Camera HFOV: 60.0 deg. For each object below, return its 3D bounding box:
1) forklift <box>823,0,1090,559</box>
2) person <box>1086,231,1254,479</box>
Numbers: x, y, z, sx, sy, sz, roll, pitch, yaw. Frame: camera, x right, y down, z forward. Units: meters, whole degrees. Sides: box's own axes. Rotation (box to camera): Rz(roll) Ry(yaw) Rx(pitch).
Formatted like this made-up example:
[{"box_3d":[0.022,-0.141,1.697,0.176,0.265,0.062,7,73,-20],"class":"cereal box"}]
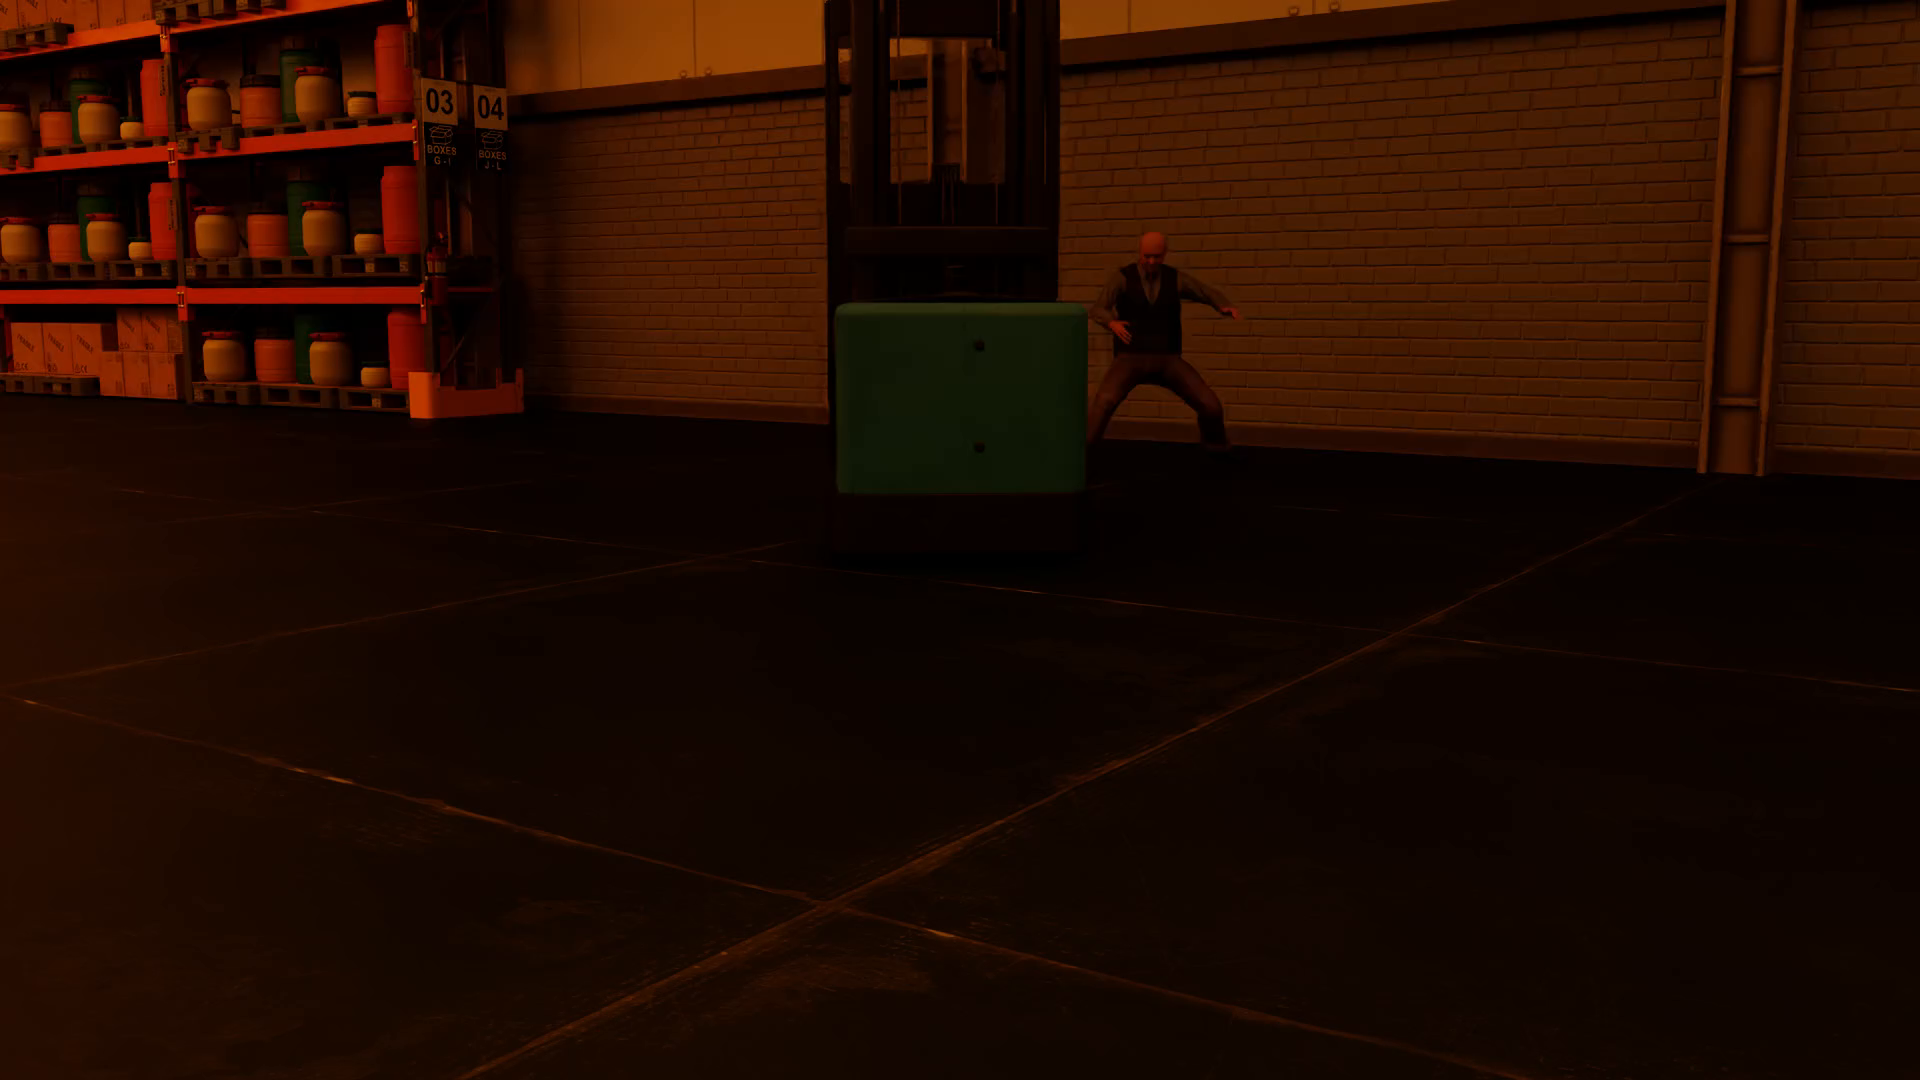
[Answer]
[{"box_3d":[-0.102,-1.541,8.030,1.130,2.935,3.031,-1,8,-5],"class":"forklift"},{"box_3d":[1.285,-1.174,10.458,1.303,1.517,0.820,0,8,-3],"class":"person"}]
